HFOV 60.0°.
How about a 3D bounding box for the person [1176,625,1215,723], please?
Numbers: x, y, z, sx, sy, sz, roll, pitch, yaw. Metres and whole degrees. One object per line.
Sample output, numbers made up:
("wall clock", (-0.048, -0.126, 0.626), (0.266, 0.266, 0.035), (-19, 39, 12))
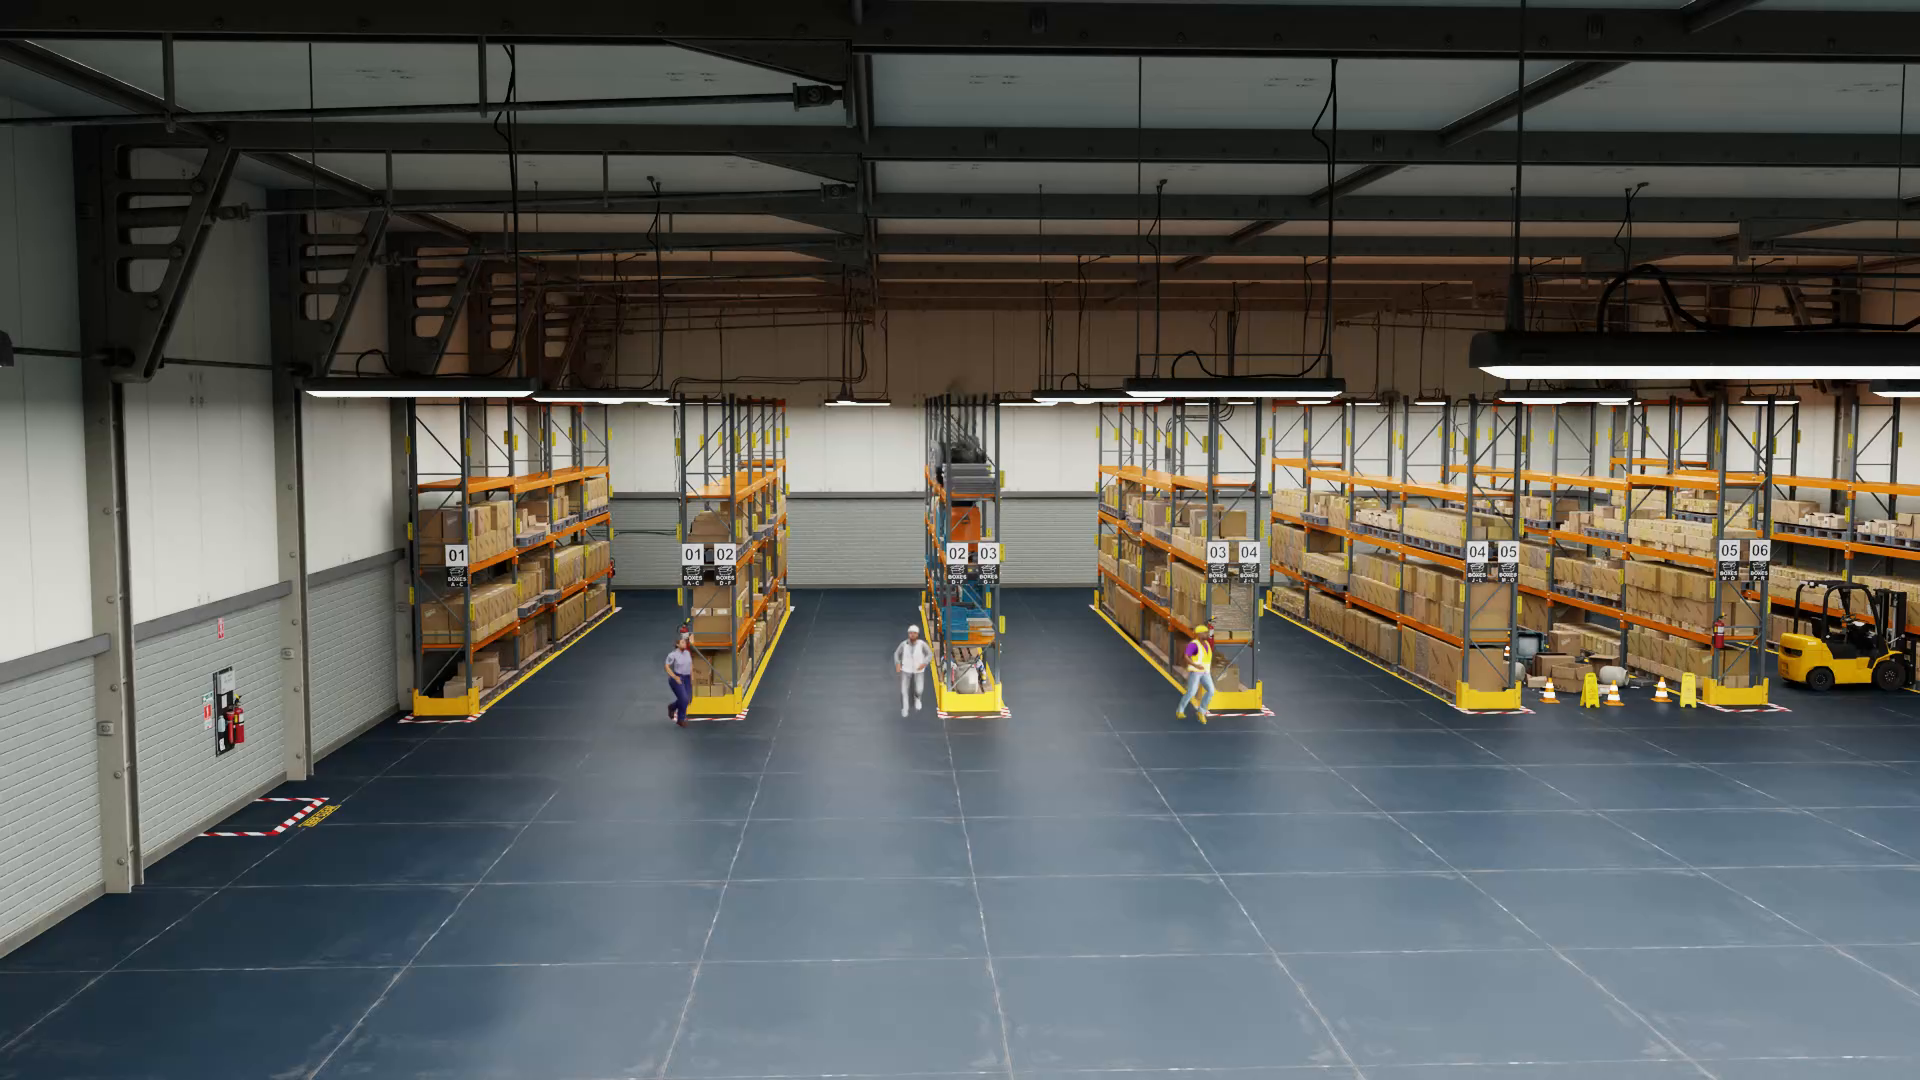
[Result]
("person", (4.394, 2.459, 30.528), (0.763, 1.778, 0.678), (-3, 6, -38))

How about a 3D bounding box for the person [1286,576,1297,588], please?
("person", (9.860, 1.037, 48.918), (0.803, 1.691, 0.579), (-1, 5, -13))

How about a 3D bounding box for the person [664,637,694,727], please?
("person", (-5.078, 2.563, 30.117), (0.598, 1.608, 0.636), (3, 6, 35))

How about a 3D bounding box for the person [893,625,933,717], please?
("person", (-0.871, 2.466, 30.976), (0.737, 1.752, 0.525), (0, 5, -3))
